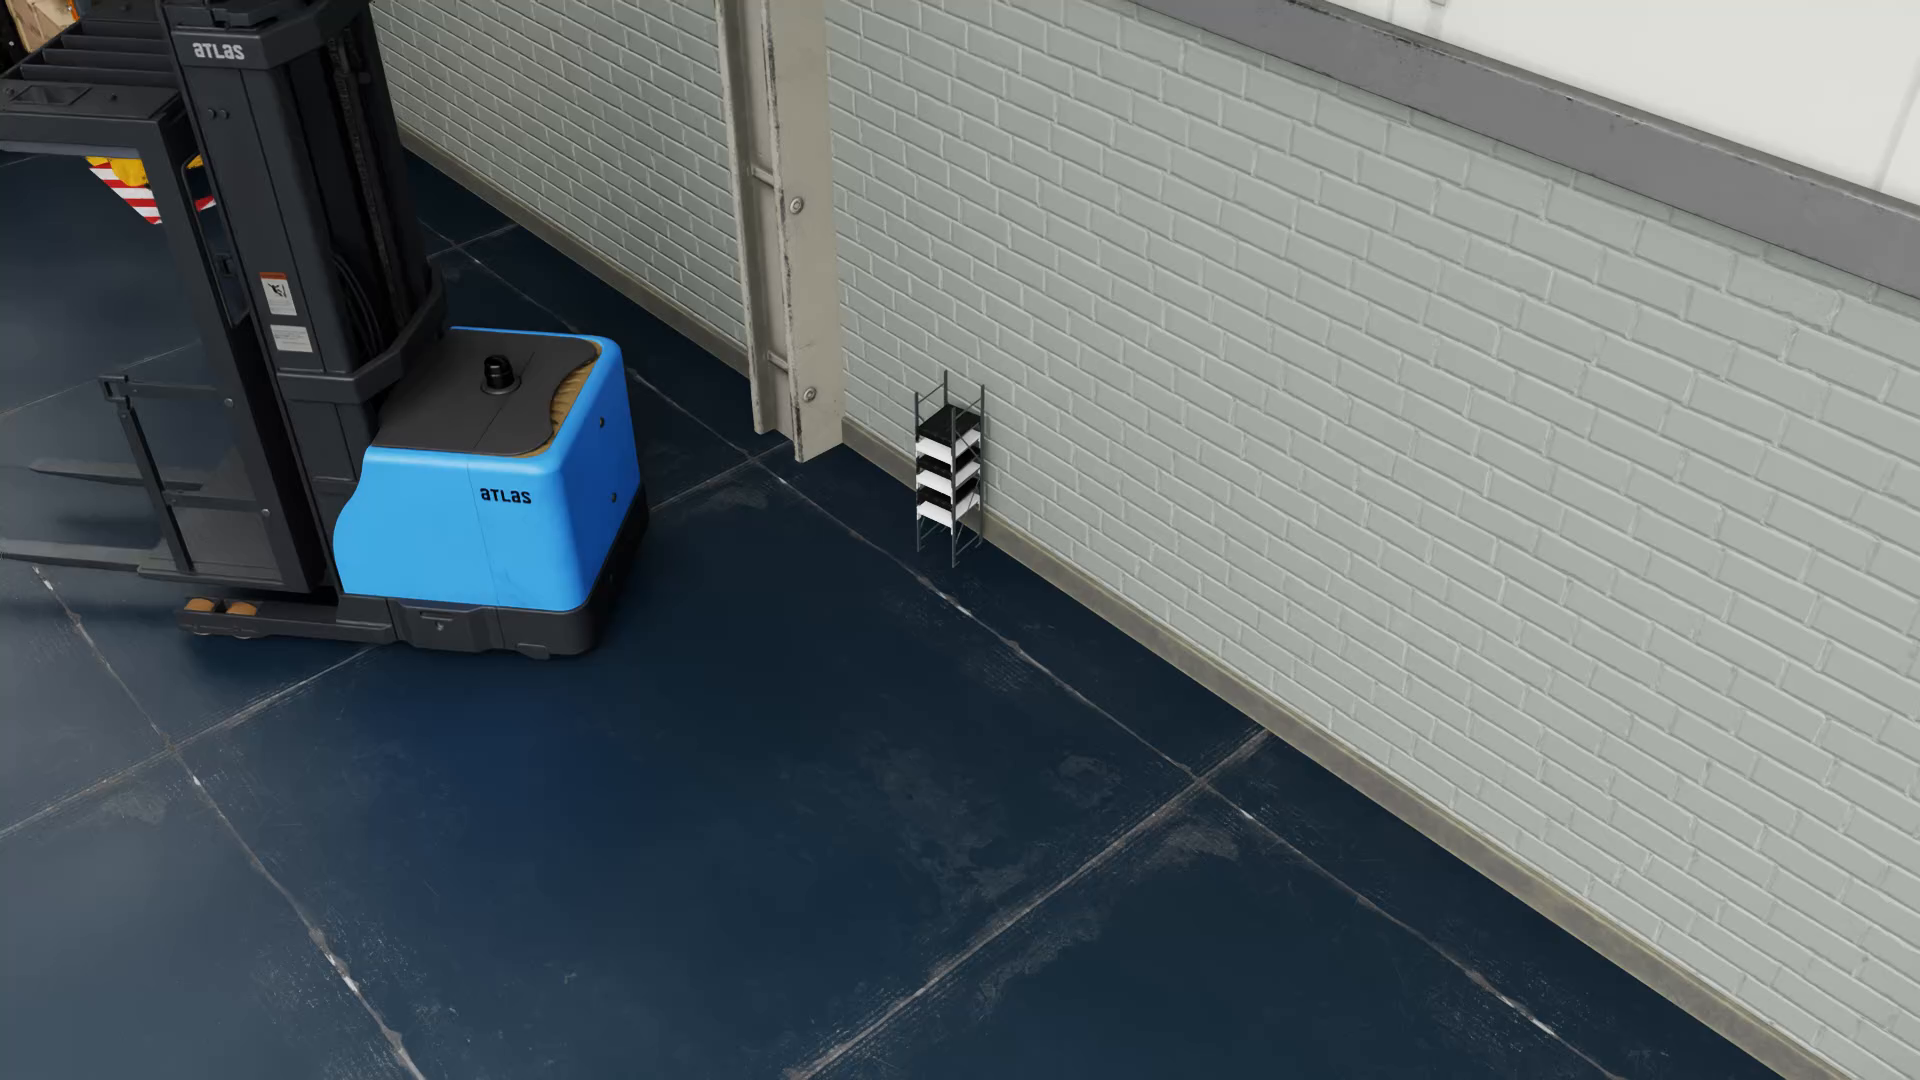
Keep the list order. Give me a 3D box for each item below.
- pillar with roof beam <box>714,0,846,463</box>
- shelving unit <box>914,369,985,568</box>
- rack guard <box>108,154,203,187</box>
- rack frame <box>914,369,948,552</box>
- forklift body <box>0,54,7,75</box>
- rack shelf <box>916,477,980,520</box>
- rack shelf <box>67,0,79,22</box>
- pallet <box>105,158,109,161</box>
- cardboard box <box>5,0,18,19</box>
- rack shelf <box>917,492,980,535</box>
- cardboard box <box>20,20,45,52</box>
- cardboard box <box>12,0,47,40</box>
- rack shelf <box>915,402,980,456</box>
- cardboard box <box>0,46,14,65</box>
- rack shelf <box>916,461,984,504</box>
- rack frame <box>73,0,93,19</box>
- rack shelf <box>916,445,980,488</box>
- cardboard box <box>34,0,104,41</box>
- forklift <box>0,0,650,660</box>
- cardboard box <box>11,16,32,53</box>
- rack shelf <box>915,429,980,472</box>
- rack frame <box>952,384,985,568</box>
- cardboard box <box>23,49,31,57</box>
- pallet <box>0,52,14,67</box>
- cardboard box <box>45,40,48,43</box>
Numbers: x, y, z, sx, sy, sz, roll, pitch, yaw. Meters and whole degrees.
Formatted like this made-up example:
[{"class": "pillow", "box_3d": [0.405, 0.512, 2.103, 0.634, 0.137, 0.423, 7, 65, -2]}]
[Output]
[{"class": "pillar with roof beam", "box_3d": [-3.998, -2.218, 3.542, 9.100, 9.000, 0.400, -30, 48, -32]}, {"class": "shelving unit", "box_3d": [-0.046, -0.318, 7.635, 0.210, 0.900, 0.258, 24, 45, 27]}, {"class": "rack guard", "box_3d": [-5.062, -2.801, 11.029, 1.175, 0.500, 0.348, -30, 48, -32]}, {"class": "rack frame", "box_3d": [-0.129, -0.355, 7.681, 0.006, 0.900, 0.240, 24, 45, 27]}, {"class": "forklift body", "box_3d": [-7.704, -3.557, 10.650, 2.313, 2.155, 1.214, -30, 48, -32]}, {"class": "rack shelf", "box_3d": [-0.046, -0.222, 7.713, 0.200, 0.077, 0.258, 24, 45, 27]}, {"class": "rack shelf", "box_3d": [-6.431, -4.431, 11.629, 1.077, 0.370, 4.000, -30, 48, -32]}, {"class": "pallet", "box_3d": [-5.626, -3.036, 11.549, 1.003, 0.211, 1.213, -30, 48, -32]}, {"class": "cardboard box", "box_3d": [-6.318, -3.811, 11.348, 0.500, 0.250, 0.500, -29, 47, -31]}, {"class": "rack shelf", "box_3d": [-0.046, -0.152, 7.769, 0.200, 0.077, 0.258, 24, 45, 27]}, {"class": "cardboard box", "box_3d": [-5.969, -3.402, 11.239, 0.500, 0.250, 0.500, -30, 48, -32]}, {"class": "cardboard box", "box_3d": [-5.969, -3.582, 11.064, 0.500, 0.250, 0.500, -29, 47, -31]}, {"class": "rack shelf", "box_3d": [-0.046, -0.502, 7.487, 0.200, 0.077, 0.258, 24, 45, 27]}, {"class": "cardboard box", "box_3d": [-6.657, -3.662, 11.959, 0.500, 0.250, 0.500, -28, 47, -30]}, {"class": "rack shelf", "box_3d": [-0.046, -0.292, 7.656, 0.200, 0.077, 0.258, 24, 45, 27]}, {"class": "rack frame", "box_3d": [-5.078, -3.785, 10.257, 1.000, 3.000, 0.127, -30, 48, -32]}, {"class": "rack shelf", "box_3d": [-0.046, -0.362, 7.600, 0.200, 0.077, 0.258, 24, 45, 27]}, {"class": "cardboard box", "box_3d": [-5.619, -3.348, 10.775, 0.500, 0.250, 0.500, -28, 47, -30]}, {"class": "forklift", "box_3d": [-3.042, -1.024, 6.893, 3.031, 2.935, 1.130, 5, 39, 6]}, {"class": "cardboard box", "box_3d": [-6.333, -3.632, 11.524, 0.500, 0.250, 0.500, -31, 48, -33]}, {"class": "rack shelf", "box_3d": [-0.046, -0.432, 7.543, 0.200, 0.077, 0.258, 24, 45, 27]}, {"class": "rack frame", "box_3d": [0.036, -0.281, 7.589, 0.006, 0.900, 0.240, 24, 45, 27]}, {"class": "cardboard box", "box_3d": [-6.290, -3.431, 11.673, 0.500, 0.250, 0.500, -29, 47, -31]}, {"class": "pallet", "box_3d": [-6.447, -3.601, 12.248, 1.003, 0.211, 1.213, -30, 48, -32]}, {"class": "cardboard box", "box_3d": [-5.638, -3.166, 10.946, 0.500, 0.250, 0.500, -31, 48, -32]}]
